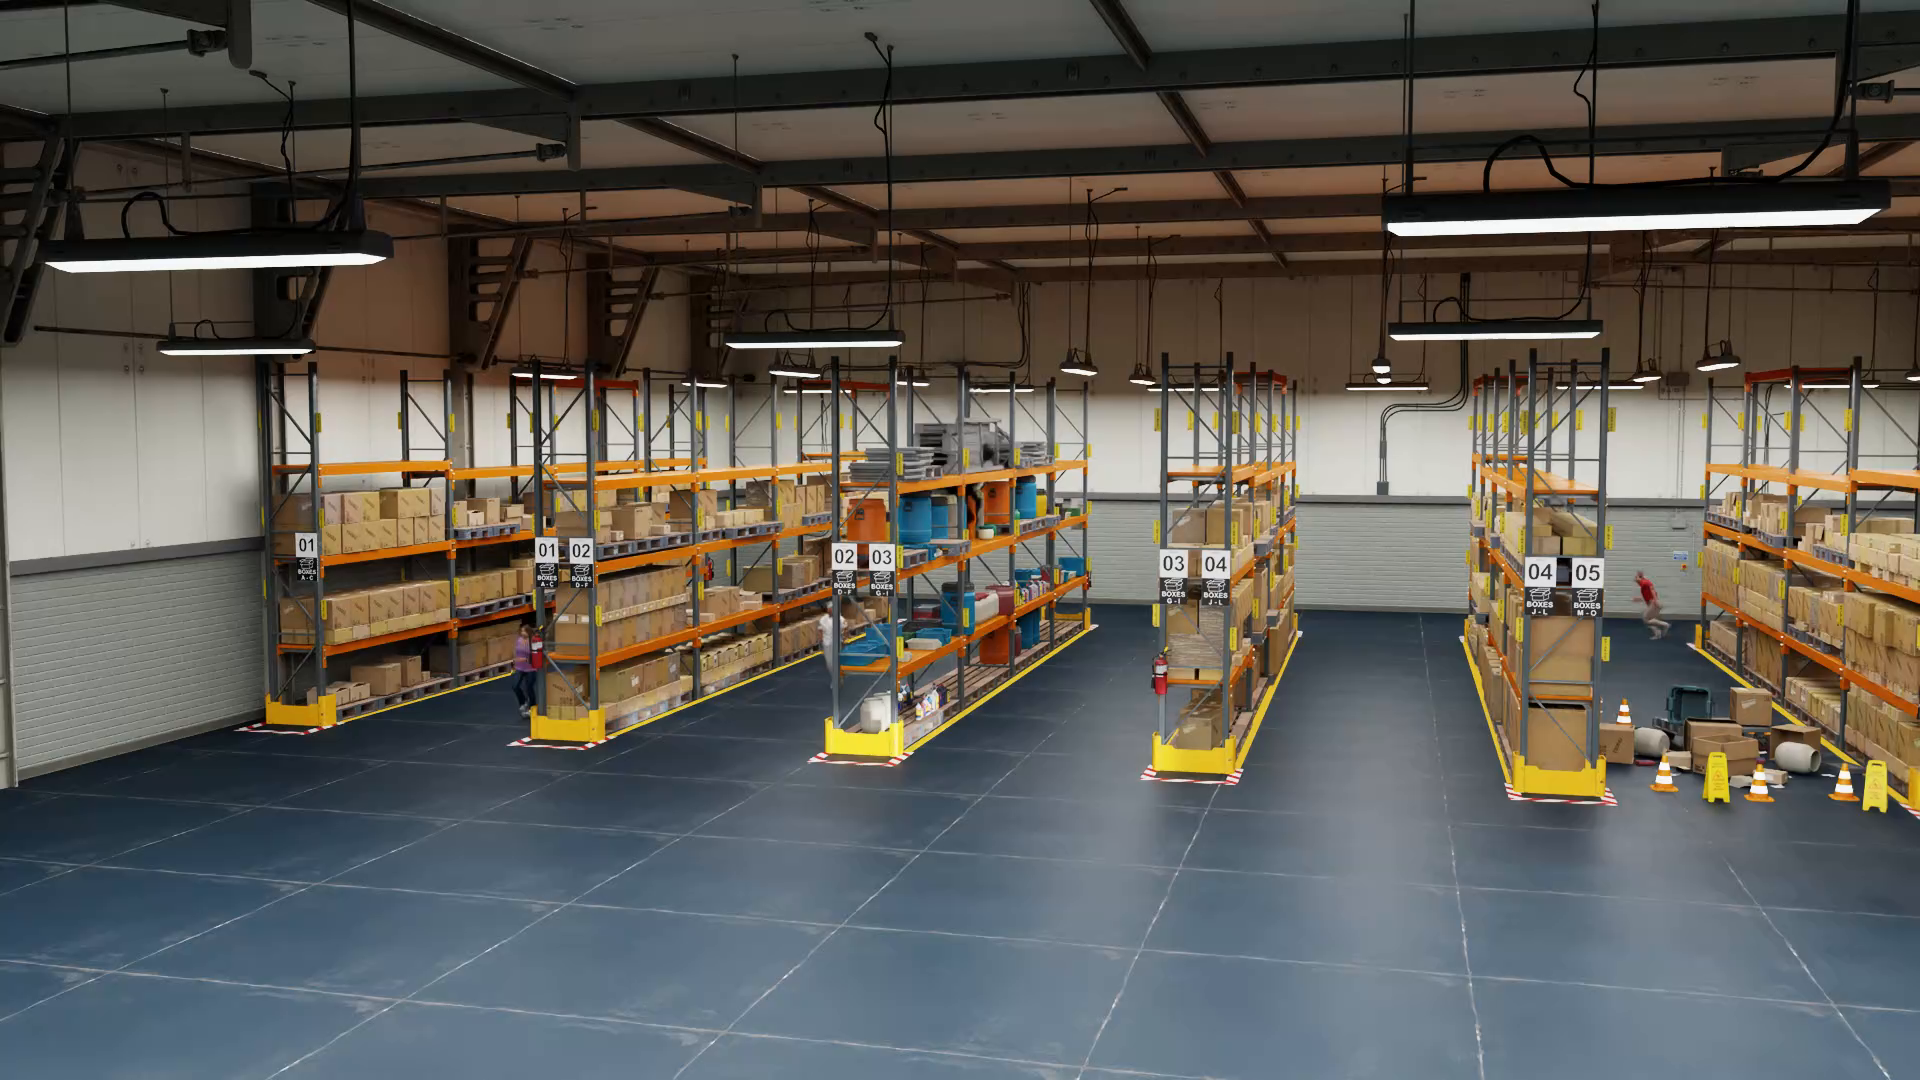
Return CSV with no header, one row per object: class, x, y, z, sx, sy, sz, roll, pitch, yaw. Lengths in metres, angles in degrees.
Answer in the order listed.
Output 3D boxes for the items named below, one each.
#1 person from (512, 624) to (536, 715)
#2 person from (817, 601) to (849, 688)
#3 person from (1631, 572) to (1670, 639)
person,-7.400,2.230,28.248,0.509,1.539,0.625,1,4,12
person,-2.409,1.968,31.212,0.576,1.662,0.573,1,4,8
person,15.969,1.526,38.442,0.865,1.567,0.681,2,4,26
